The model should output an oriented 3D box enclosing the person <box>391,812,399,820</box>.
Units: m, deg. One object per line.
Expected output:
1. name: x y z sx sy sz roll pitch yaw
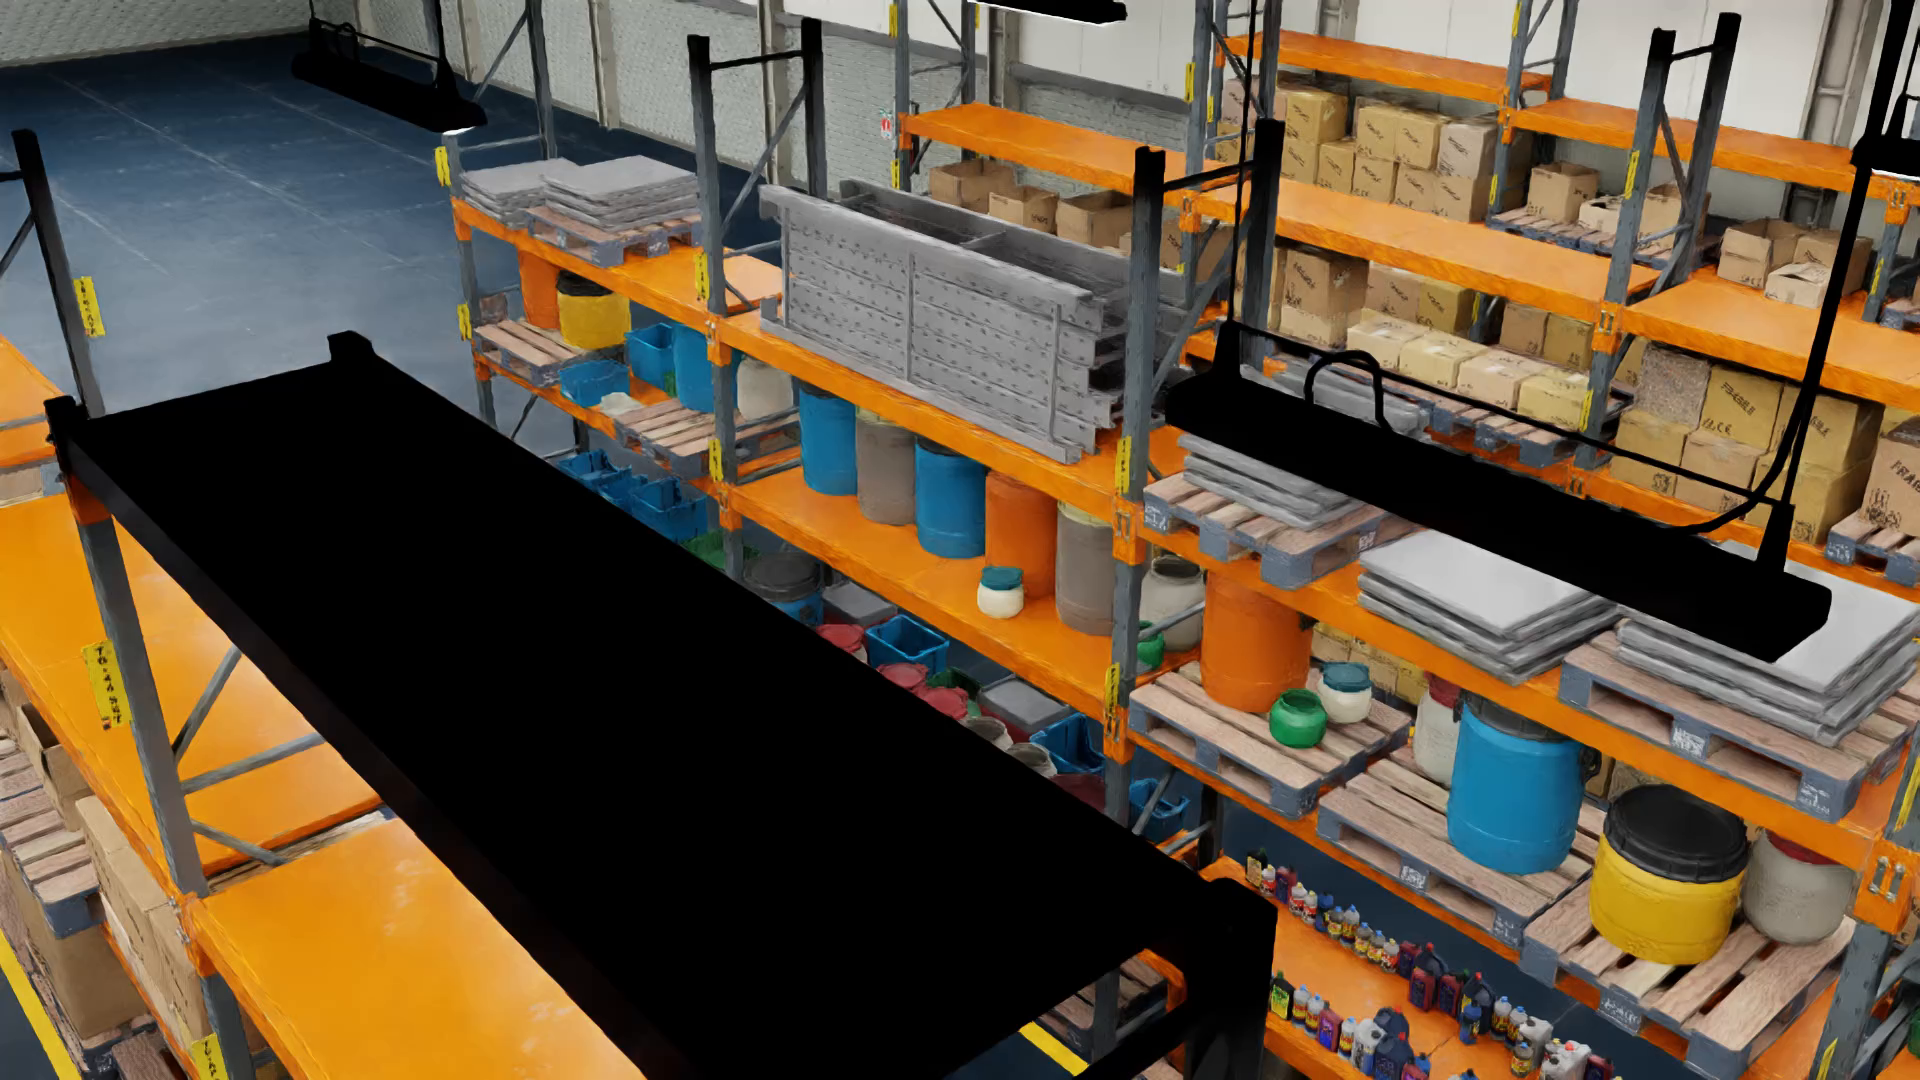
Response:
1. person: -4.204 1.711 12.441 0.454 1.588 0.989 -23 35 -37
